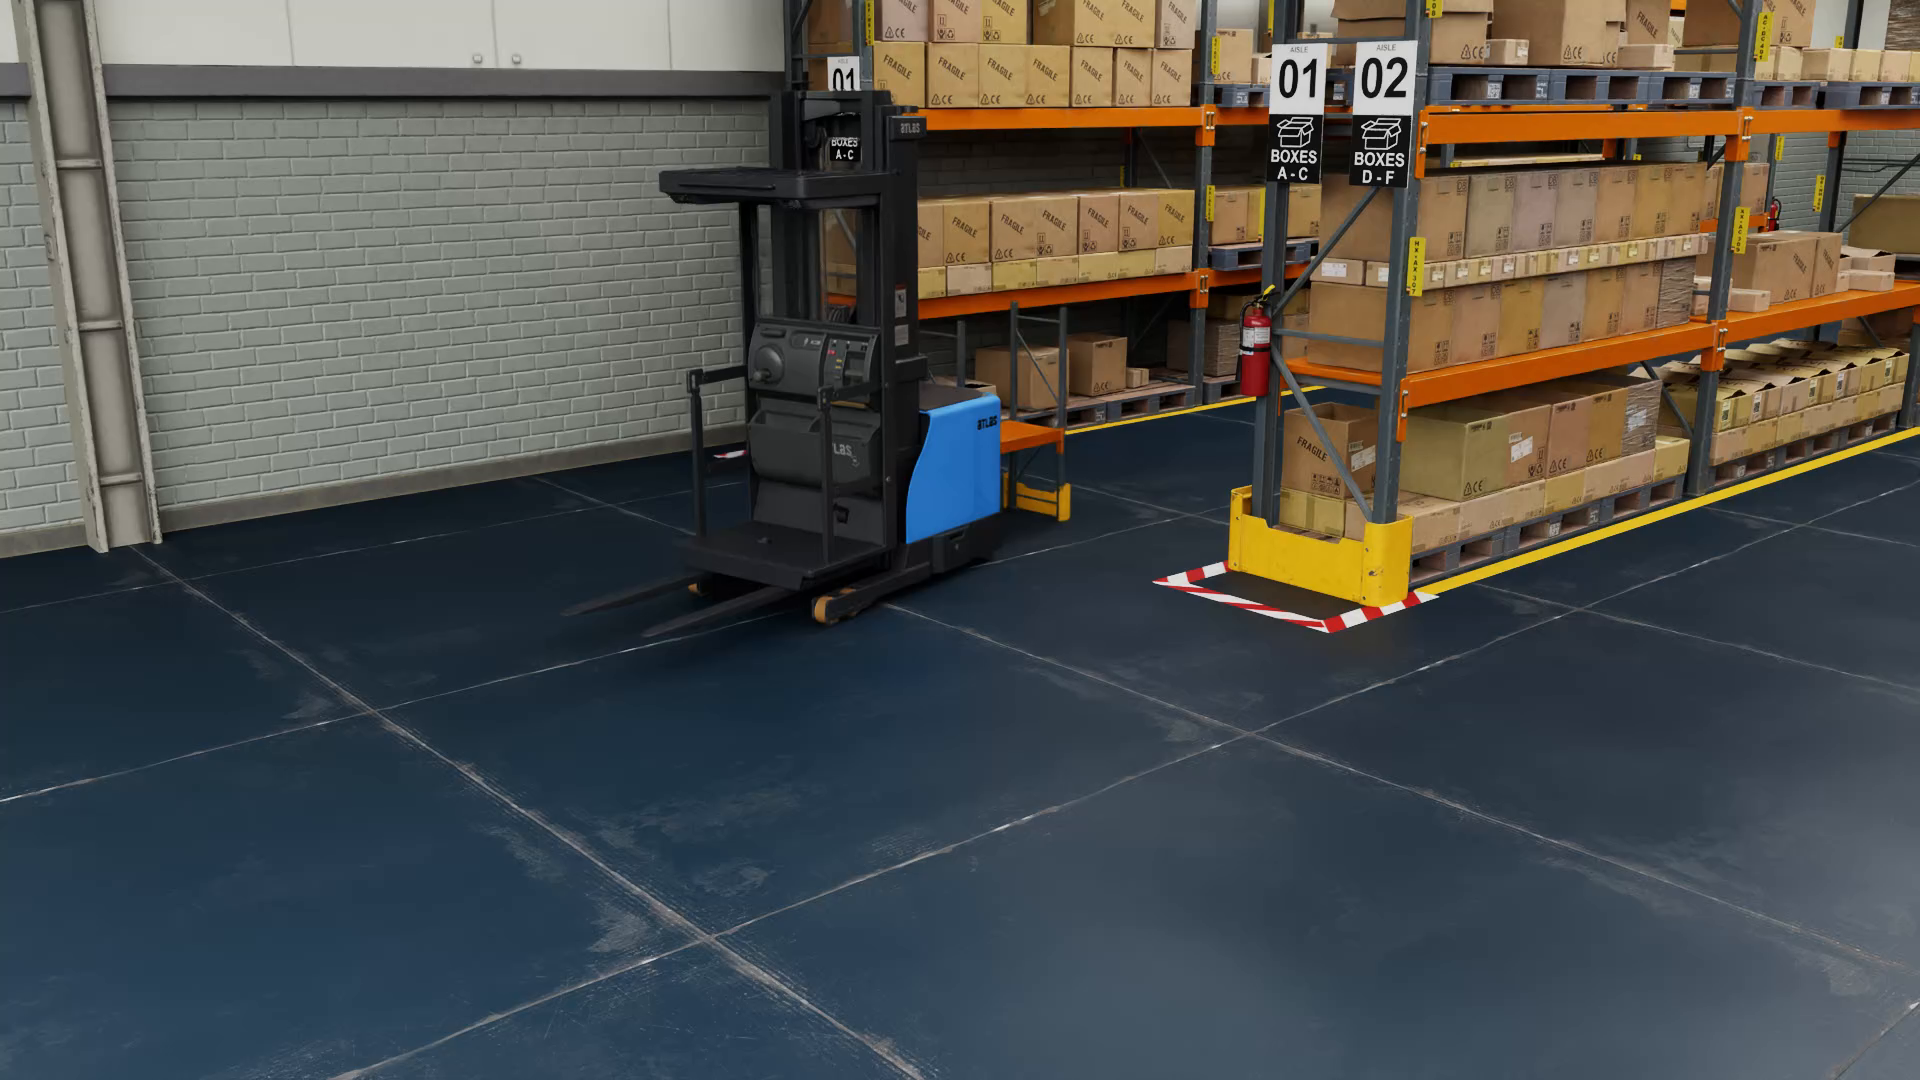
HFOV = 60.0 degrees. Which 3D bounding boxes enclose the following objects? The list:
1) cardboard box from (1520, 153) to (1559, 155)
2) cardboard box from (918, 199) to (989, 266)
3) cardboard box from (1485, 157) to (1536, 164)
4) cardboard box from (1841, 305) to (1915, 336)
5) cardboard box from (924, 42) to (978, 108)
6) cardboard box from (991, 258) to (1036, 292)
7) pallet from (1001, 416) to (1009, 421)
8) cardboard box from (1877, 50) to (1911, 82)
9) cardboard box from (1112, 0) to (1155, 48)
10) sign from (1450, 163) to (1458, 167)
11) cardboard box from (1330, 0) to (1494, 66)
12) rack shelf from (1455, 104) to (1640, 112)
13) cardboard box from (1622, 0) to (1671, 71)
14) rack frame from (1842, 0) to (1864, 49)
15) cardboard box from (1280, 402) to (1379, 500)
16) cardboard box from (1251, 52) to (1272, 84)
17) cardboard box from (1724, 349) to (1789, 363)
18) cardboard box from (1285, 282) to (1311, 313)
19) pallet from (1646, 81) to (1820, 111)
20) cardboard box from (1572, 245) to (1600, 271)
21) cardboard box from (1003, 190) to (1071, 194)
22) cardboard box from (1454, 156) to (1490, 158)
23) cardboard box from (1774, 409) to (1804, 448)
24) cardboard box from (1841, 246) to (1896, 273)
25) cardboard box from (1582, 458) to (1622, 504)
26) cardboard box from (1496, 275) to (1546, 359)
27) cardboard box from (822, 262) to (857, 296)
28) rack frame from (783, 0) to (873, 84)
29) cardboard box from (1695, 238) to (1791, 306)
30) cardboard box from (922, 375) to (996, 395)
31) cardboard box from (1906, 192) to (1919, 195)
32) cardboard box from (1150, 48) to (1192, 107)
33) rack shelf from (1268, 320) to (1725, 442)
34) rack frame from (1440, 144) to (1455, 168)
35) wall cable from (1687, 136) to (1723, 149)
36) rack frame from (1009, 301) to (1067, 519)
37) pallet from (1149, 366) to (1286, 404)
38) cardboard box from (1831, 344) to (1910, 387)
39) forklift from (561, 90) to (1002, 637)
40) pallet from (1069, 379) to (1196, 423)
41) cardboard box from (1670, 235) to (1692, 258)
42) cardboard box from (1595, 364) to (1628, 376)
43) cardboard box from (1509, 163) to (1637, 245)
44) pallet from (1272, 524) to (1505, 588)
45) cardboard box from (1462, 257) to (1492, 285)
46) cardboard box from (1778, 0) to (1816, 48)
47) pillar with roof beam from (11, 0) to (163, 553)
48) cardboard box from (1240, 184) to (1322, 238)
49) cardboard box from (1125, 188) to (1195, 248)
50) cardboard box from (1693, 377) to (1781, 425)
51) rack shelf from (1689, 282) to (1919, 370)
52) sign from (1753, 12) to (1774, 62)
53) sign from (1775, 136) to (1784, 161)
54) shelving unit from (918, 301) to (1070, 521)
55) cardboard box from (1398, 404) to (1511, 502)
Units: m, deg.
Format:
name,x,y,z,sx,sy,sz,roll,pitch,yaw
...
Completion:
name,x,y,z,sx,sy,sz,roll,pitch,yaw
cardboard box,7.101,-4.637,20.537,0.500,0.250,0.500,-12,19,-39
cardboard box,-0.107,-2.561,13.825,0.500,0.500,0.500,-13,19,-39
cardboard box,6.283,-4.280,19.200,0.500,0.250,0.500,-12,19,-39
cardboard box,8.837,-2.131,15.953,0.500,0.250,0.500,-12,19,-37
cardboard box,-0.198,-3.757,13.457,0.500,0.500,0.500,-11,19,-36
cardboard box,0.304,-2.292,14.269,0.500,0.250,0.500,-13,20,-40
pallet,-0.350,-0.954,14.413,1.213,0.211,1.003,-13,19,-39
cardboard box,7.557,-3.949,13.885,0.500,0.250,0.500,-12,19,-38
cardboard box,1.365,-4.593,14.648,0.500,0.500,0.500,-11,19,-36
sign,5.355,-3.930,18.060,0.005,0.325,0.100,-13,19,-39
cardboard box,2.647,-3.060,9.796,0.637,0.503,0.797,-11,18,-36
rack shelf,6.500,-4.953,19.563,4.000,0.370,1.077,-13,19,-39
cardboard box,4.676,-3.606,11.845,0.500,0.500,0.500,-11,18,-35
rack frame,8.246,-5.448,14.207,0.127,3.000,1.000,-13,19,-39
cardboard box,2.420,-0.580,10.668,0.500,0.500,0.500,-13,19,-39
cardboard box,2.904,-4.626,16.302,0.500,0.311,0.500,-12,19,-38
cardboard box,6.881,-1.487,14.430,0.500,0.311,0.500,-13,20,-41
cardboard box,3.627,-2.576,17.618,0.500,0.250,0.500,-13,20,-40
pallet,5.886,-3.380,12.651,1.217,0.209,0.805,-14,20,-42
cardboard box,4.007,-1.885,11.044,0.250,0.149,0.380,-12,19,-38
cardboard box,0.710,-2.926,15.189,0.500,0.500,0.500,-12,19,-38
cardboard box,5.946,-4.378,19.564,0.500,0.250,0.500,-13,20,-41
cardboard box,6.471,-0.941,13.474,0.500,0.250,0.500,-13,20,-41
cardboard box,7.943,-2.453,14.794,0.500,0.311,0.500,-11,19,-36
cardboard box,4.271,-0.455,11.654,0.500,0.250,0.500,-13,19,-39
cardboard box,3.343,-1.492,10.829,0.500,0.500,0.700,-12,19,-39
cardboard box,-0.818,-2.212,13.970,0.500,0.250,0.500,-12,19,-39
rack frame,-1.043,-5.056,12.741,0.127,3.000,1.000,-13,19,-39
cardboard box,6.216,-2.136,13.241,0.500,0.500,0.500,-11,18,-35
cardboard box,-0.032,-1.268,14.541,0.500,0.311,0.500,-11,18,-35
cardboard box,9.463,-3.047,15.837,0.500,0.500,0.700,-9,17,-29
cardboard box,1.754,-4.208,15.148,0.500,0.500,0.500,-12,19,-38
rack shelf,3.720,-1.185,11.269,4.000,0.370,1.077,-13,19,-39
rack frame,4.992,-3.513,18.589,0.127,3.000,1.000,-13,19,-39
wall cable,11.372,-5.760,25.033,1.851,1.984,0.084,-13,19,-39
rack frame,0.549,-0.920,11.788,0.500,1.500,0.032,14,20,42
pallet,2.561,-1.620,16.907,1.213,0.211,1.003,-13,19,-39
cardboard box,8.013,-1.558,14.698,0.500,0.311,0.500,-12,19,-38
forklift,-0.991,-1.074,9.590,1.130,2.935,3.031,10,18,34
pallet,1.491,-1.368,15.961,1.213,0.211,1.003,-13,19,-39
cardboard box,4.976,-2.104,11.864,0.250,0.149,0.380,-13,20,-41
cardboard box,4.673,-1.091,12.582,0.500,0.500,0.500,-13,19,-39
cardboard box,4.140,-2.300,11.340,0.500,0.500,0.700,-13,20,-39
pallet,2.761,0.015,10.783,1.213,0.211,1.003,-13,19,-39
cardboard box,3.035,-1.667,10.229,0.250,0.149,0.380,-13,19,-39
cardboard box,6.134,-4.011,12.666,0.500,0.500,0.500,-10,18,-34
pillar with roof beam,-2.783,-3.489,6.873,0.400,9.000,9.100,-13,19,-39
cardboard box,3.283,-3.387,17.070,0.500,0.500,0.700,-10,18,-32
cardboard box,1.821,-2.995,15.447,0.500,0.500,0.500,-13,20,-39
cardboard box,6.085,-1.122,13.067,0.500,0.311,0.500,-13,20,-40
rack shelf,6.738,-1.863,13.806,4.000,0.370,1.077,-13,19,-39
sign,5.594,-3.501,11.577,0.005,0.325,0.100,-13,19,-39
sign,11.372,-5.434,23.079,0.005,0.325,0.100,-13,19,-39
shelving unit,0.203,-0.827,11.441,0.587,1.500,1.083,14,20,42
cardboard box,3.138,-0.563,10.608,0.500,0.500,0.500,-13,19,-39
